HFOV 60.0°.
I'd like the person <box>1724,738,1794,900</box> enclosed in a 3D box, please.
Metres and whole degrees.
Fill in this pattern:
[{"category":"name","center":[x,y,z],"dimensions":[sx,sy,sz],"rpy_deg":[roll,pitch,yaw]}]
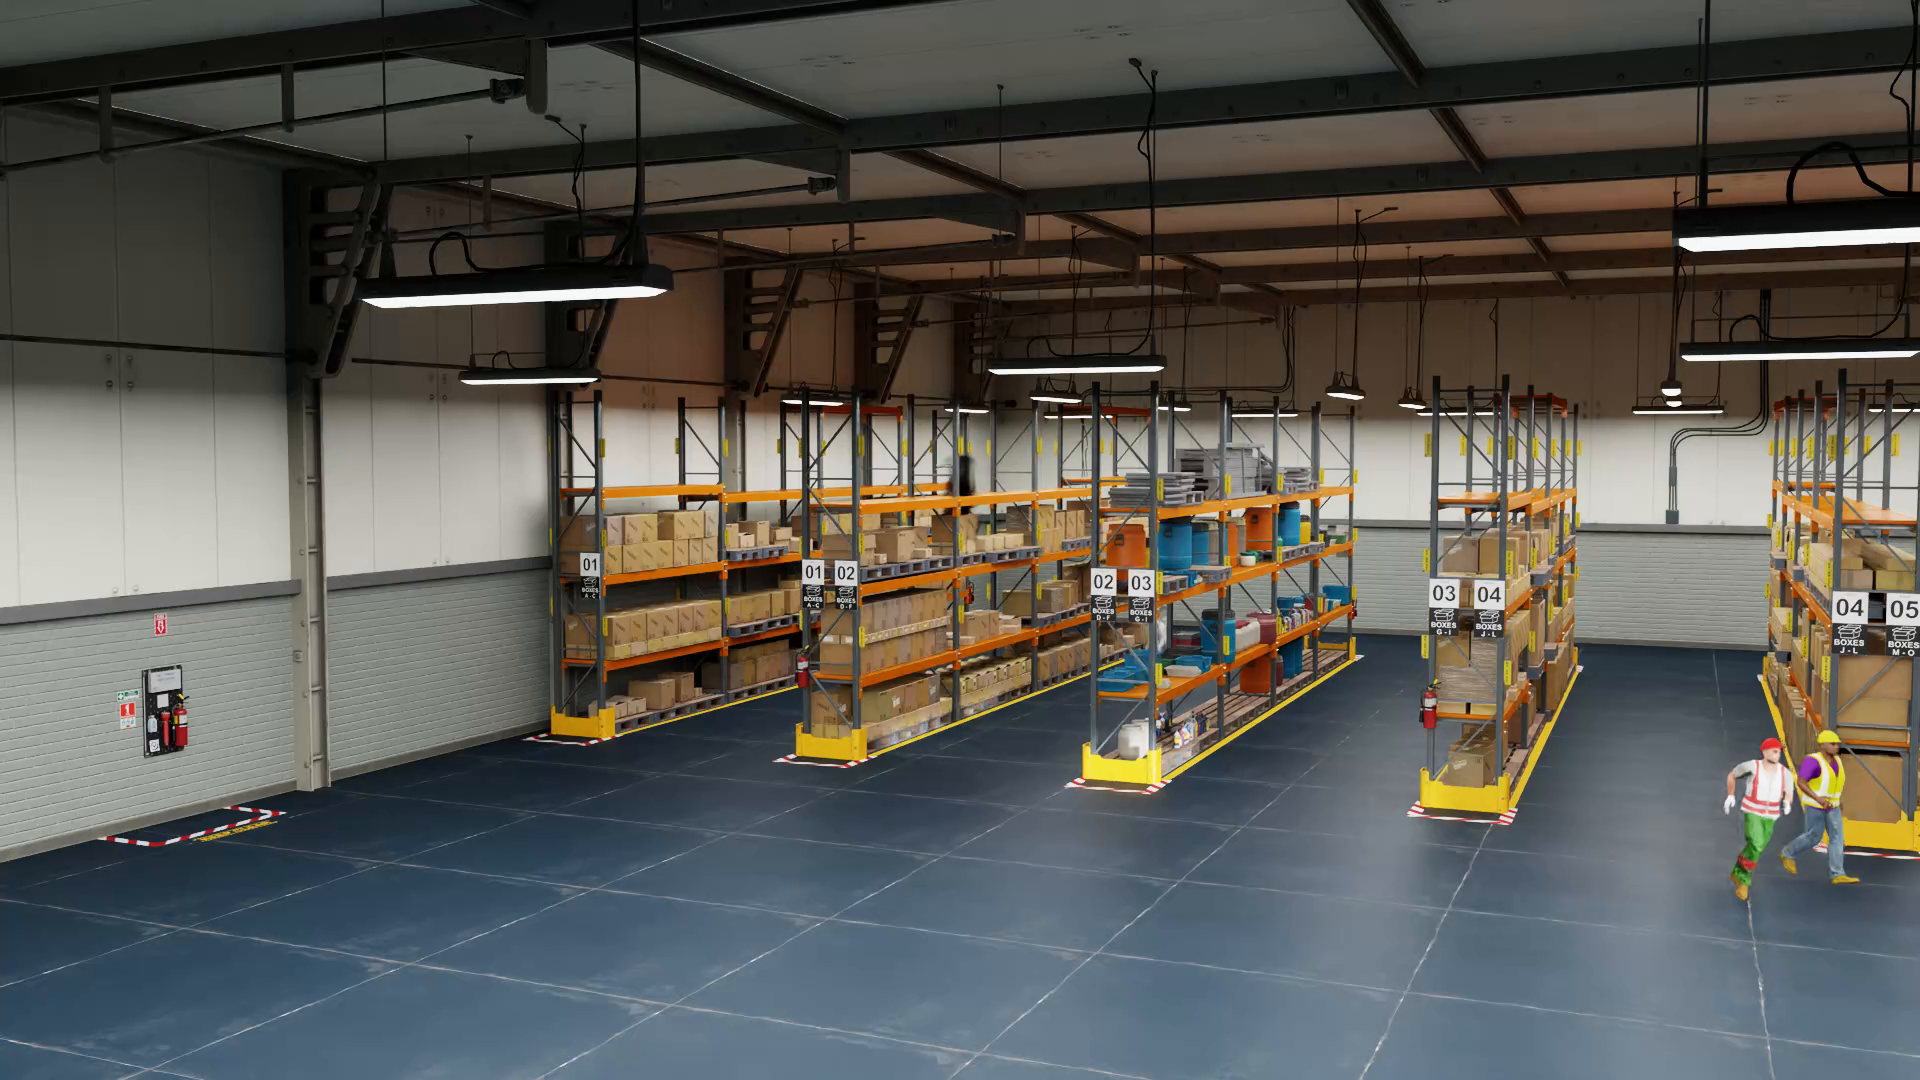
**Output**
[{"category":"person","center":[8.919,3.072,18.573],"dimensions":[0.717,1.751,0.834],"rpy_deg":[0,3,-1]}]

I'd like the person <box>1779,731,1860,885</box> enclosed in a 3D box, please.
[{"category":"person","center":[9.909,3.058,19.143],"dimensions":[0.703,1.752,0.945],"rpy_deg":[-1,3,-23]}]

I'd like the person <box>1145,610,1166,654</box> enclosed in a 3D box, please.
[{"category":"person","center":[4.131,2.250,35.081],"dimensions":[0.599,1.607,0.688],"rpy_deg":[2,4,35]}]
